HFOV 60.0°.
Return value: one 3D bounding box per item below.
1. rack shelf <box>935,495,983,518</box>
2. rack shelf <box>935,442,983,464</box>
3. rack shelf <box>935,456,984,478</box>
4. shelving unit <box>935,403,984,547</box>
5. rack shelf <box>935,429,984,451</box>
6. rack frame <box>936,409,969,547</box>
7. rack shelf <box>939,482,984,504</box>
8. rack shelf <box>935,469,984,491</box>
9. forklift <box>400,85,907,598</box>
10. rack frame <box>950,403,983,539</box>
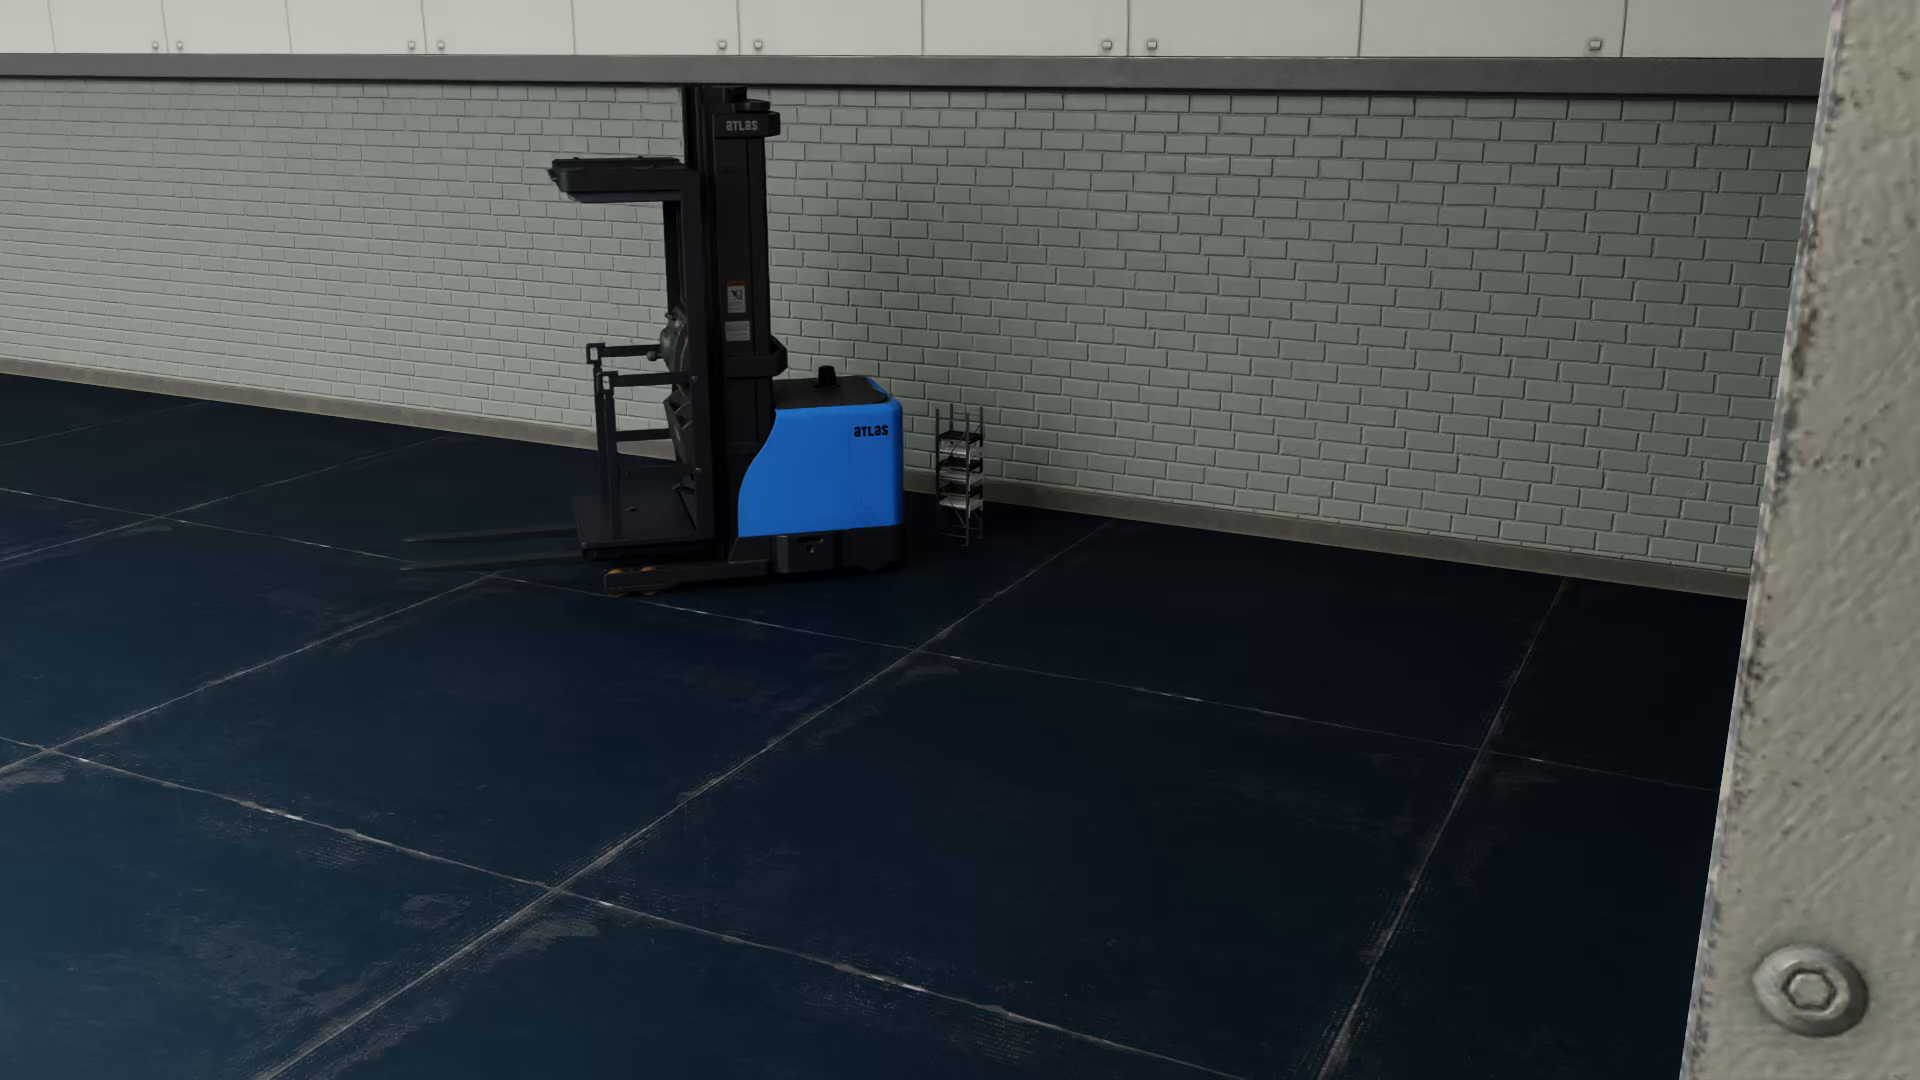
[{"bbox_3d":[-0.004,-0.225,11.022,0.258,0.077,0.200,8,18,25],"label":"rack shelf"},{"bbox_3d":[-0.004,-0.570,10.920,0.258,0.077,0.200,8,18,25],"label":"rack shelf"},{"bbox_3d":[-0.004,-0.484,10.945,0.258,0.077,0.200,8,18,25],"label":"rack shelf"},{"bbox_3d":[-0.004,-0.429,10.961,0.258,0.900,0.210,8,18,25],"label":"shelving unit"},{"bbox_3d":[-0.004,-0.656,10.894,0.258,0.077,0.200,8,18,25],"label":"rack shelf"},{"bbox_3d":[-0.049,-0.403,10.874,0.240,0.900,0.006,8,18,25],"label":"rack frame"},{"bbox_3d":[-0.004,-0.311,10.997,0.258,0.077,0.200,8,18,25],"label":"rack shelf"},{"bbox_3d":[-0.004,-0.397,10.971,0.258,0.077,0.200,8,18,25],"label":"rack shelf"},{"bbox_3d":[-1.912,-1.228,10.083,3.031,2.935,1.130,-5,17,-15],"label":"forklift"},{"bbox_3d":[0.042,-0.455,11.049,0.240,0.900,0.006,8,18,25],"label":"rack frame"}]
